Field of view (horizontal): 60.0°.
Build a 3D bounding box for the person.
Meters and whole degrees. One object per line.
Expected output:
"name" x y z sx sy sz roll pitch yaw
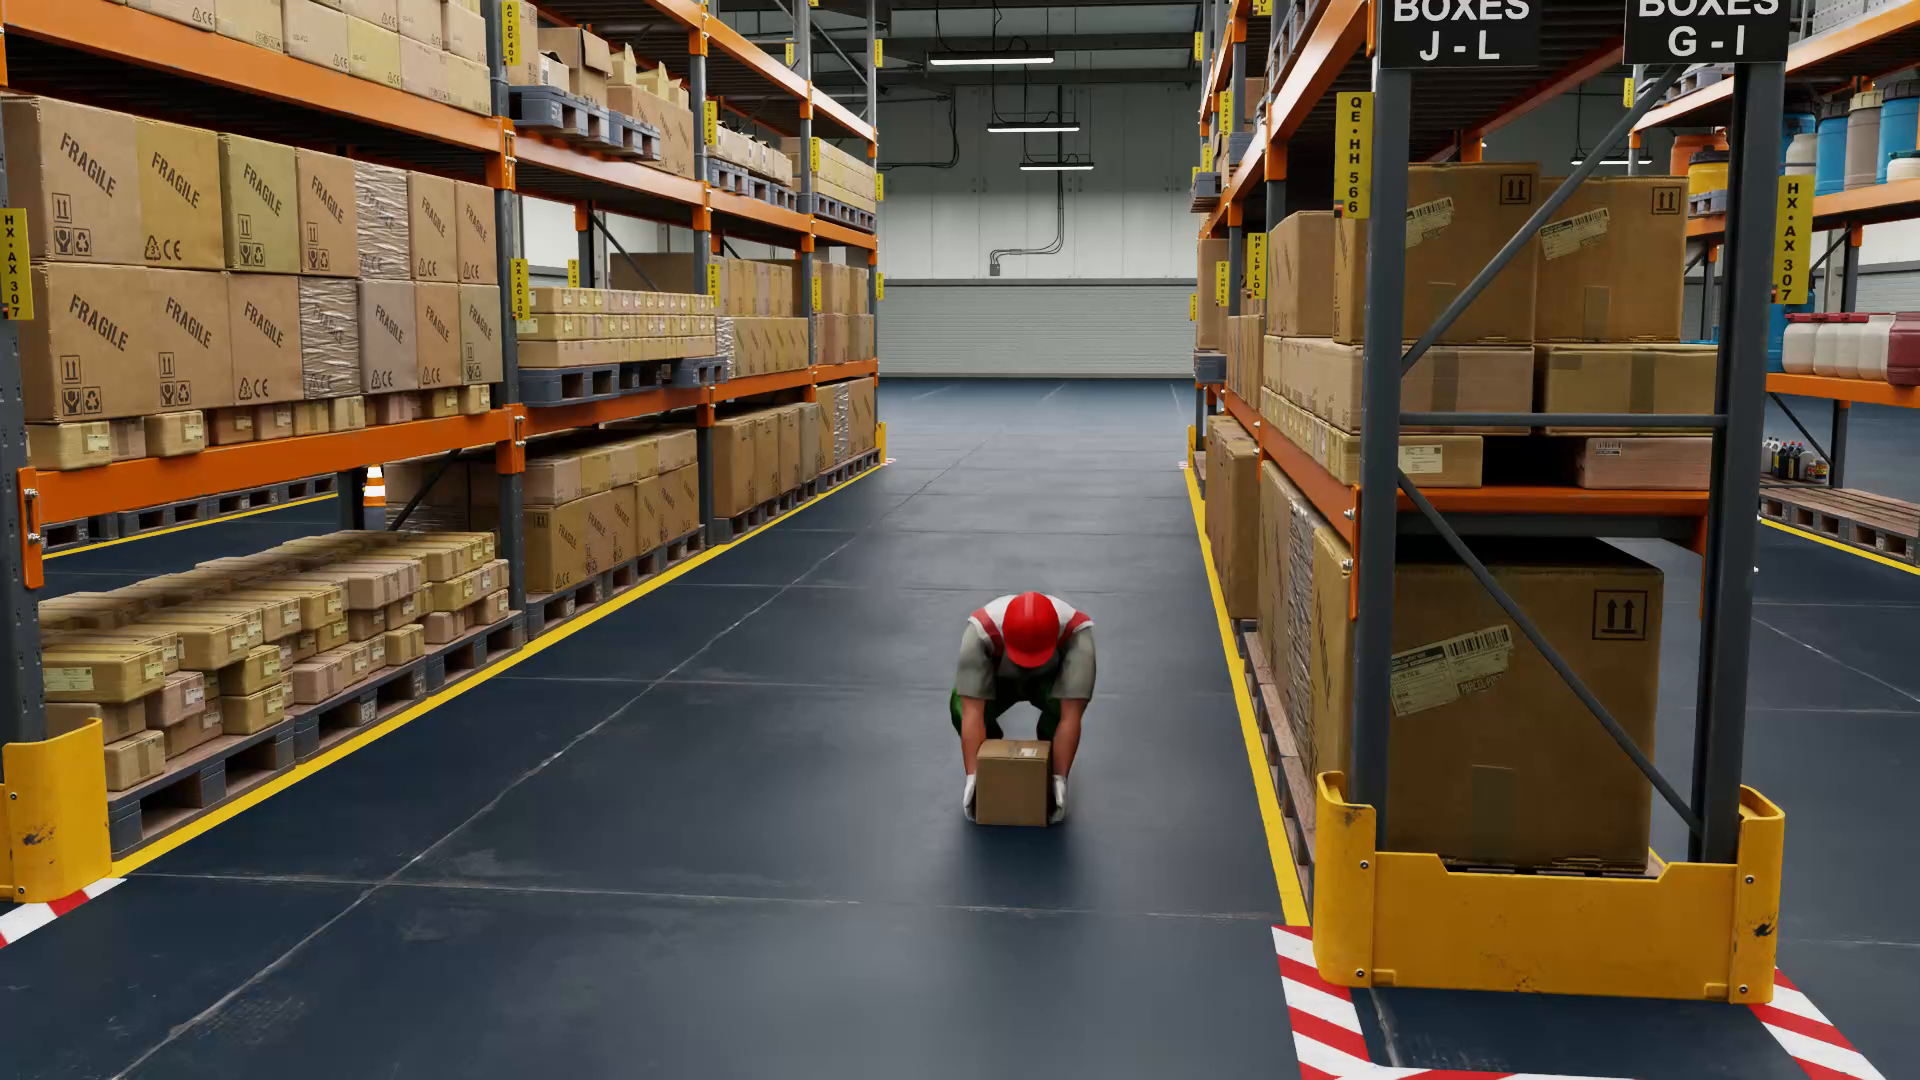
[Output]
"person" 4.109 -0.092 11.287 7.151 0.880 11.857 1 8 6
